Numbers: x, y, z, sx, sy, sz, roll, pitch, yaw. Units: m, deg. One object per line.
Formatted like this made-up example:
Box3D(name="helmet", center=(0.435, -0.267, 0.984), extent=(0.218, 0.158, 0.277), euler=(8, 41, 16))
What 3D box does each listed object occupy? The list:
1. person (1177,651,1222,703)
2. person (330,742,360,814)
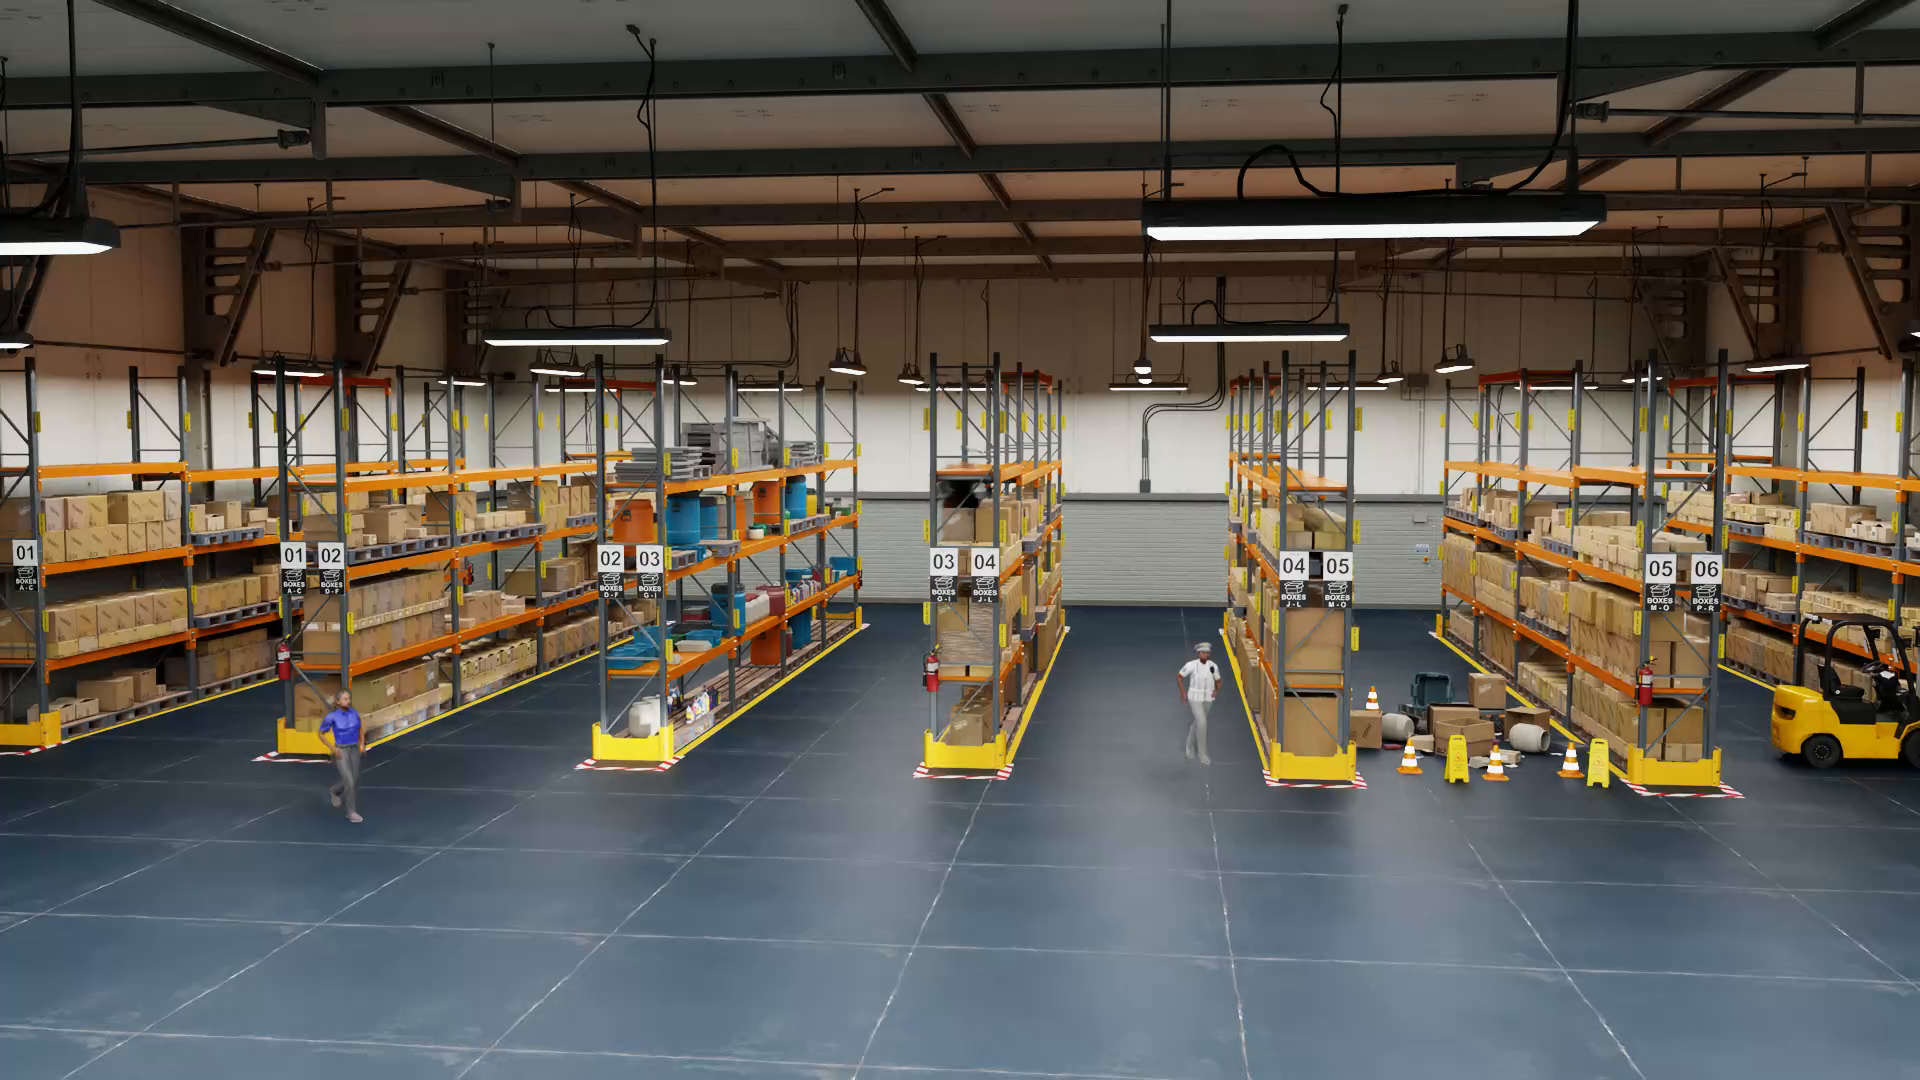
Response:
Box3D(name="person", center=(3.424, 1.888, 23.454), extent=(0.595, 0.830, 0.510), euler=(-1, 4, -18))
Box3D(name="person", center=(-7.806, 2.988, 21.030), extent=(0.623, 0.899, 0.369), euler=(3, 5, 34))
